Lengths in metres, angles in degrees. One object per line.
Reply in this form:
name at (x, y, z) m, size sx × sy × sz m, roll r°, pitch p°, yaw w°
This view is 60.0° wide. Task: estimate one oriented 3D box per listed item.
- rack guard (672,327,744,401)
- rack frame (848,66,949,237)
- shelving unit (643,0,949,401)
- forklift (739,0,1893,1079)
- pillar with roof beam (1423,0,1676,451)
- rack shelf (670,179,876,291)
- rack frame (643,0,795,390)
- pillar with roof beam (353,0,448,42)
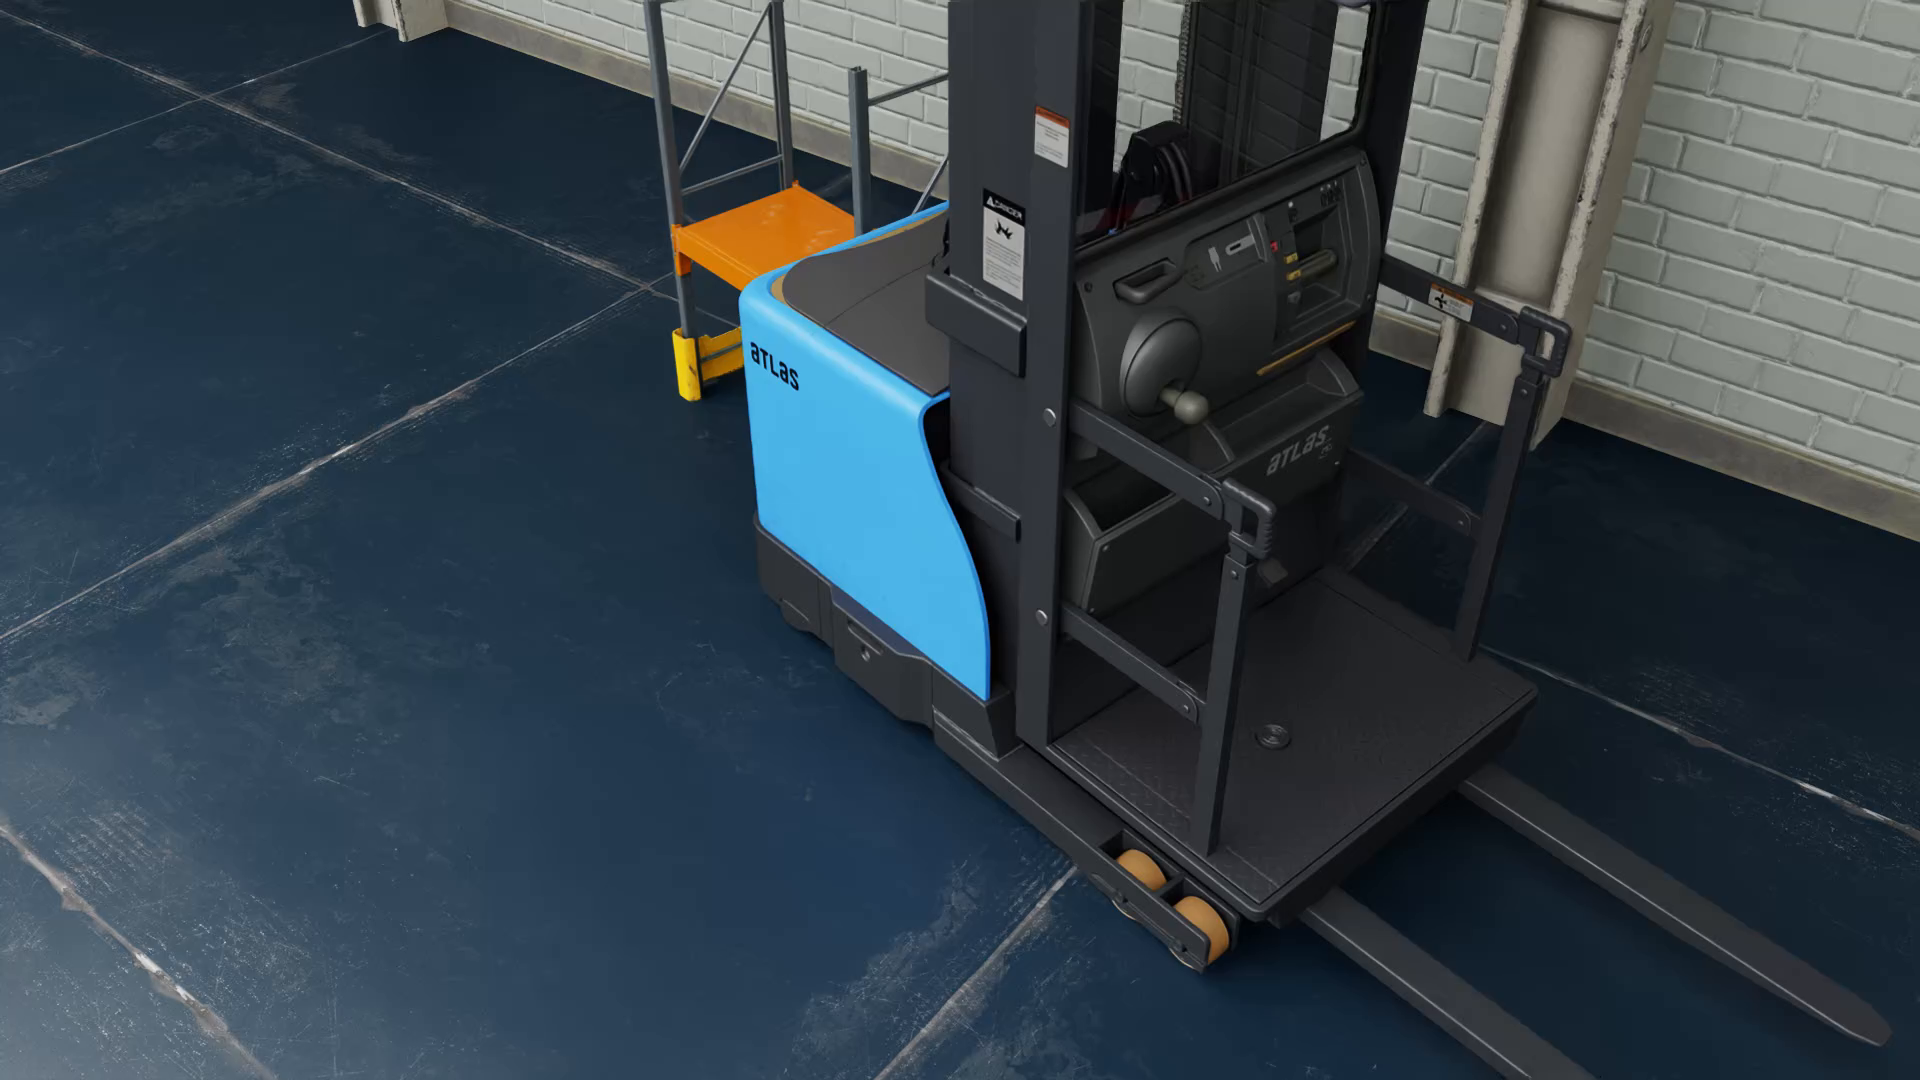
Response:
rack guard at (-0.758, -0.722, 5.969) m, size 0.587 × 0.250 × 0.087 m, roll -28°, pitch 46°, yaw -31°
rack frame at (-0.101, -0.751, 4.993) m, size 0.500 × 1.500 × 0.032 m, roll -28°, pitch 46°, yaw -31°
shelving unit at (-0.430, -0.983, 5.289) m, size 0.587 × 1.500 × 1.083 m, roll -28°, pitch 46°, yaw -31°
forklift at (0.747, -0.496, 3.506) m, size 1.130 × 2.935 × 3.031 m, roll -28°, pitch 46°, yaw -31°
pillar with roof beam at (-0.746, -1.882, 0.354) m, size 0.400 × 9.000 × 9.100 m, roll 25°, pitch 45°, yaw 29°
rack shelf at (-0.436, -0.845, 5.405) m, size 0.538 × 0.185 × 1.000 m, roll -28°, pitch 46°, yaw -31°
rack frame at (-0.770, -1.223, 5.595) m, size 0.500 × 1.500 × 0.032 m, roll -28°, pitch 46°, yaw -31°
pillar with roof beam at (-5.512, -4.129, 3.225) m, size 0.400 × 9.000 × 9.100 m, roll 25°, pitch 45°, yaw 29°
